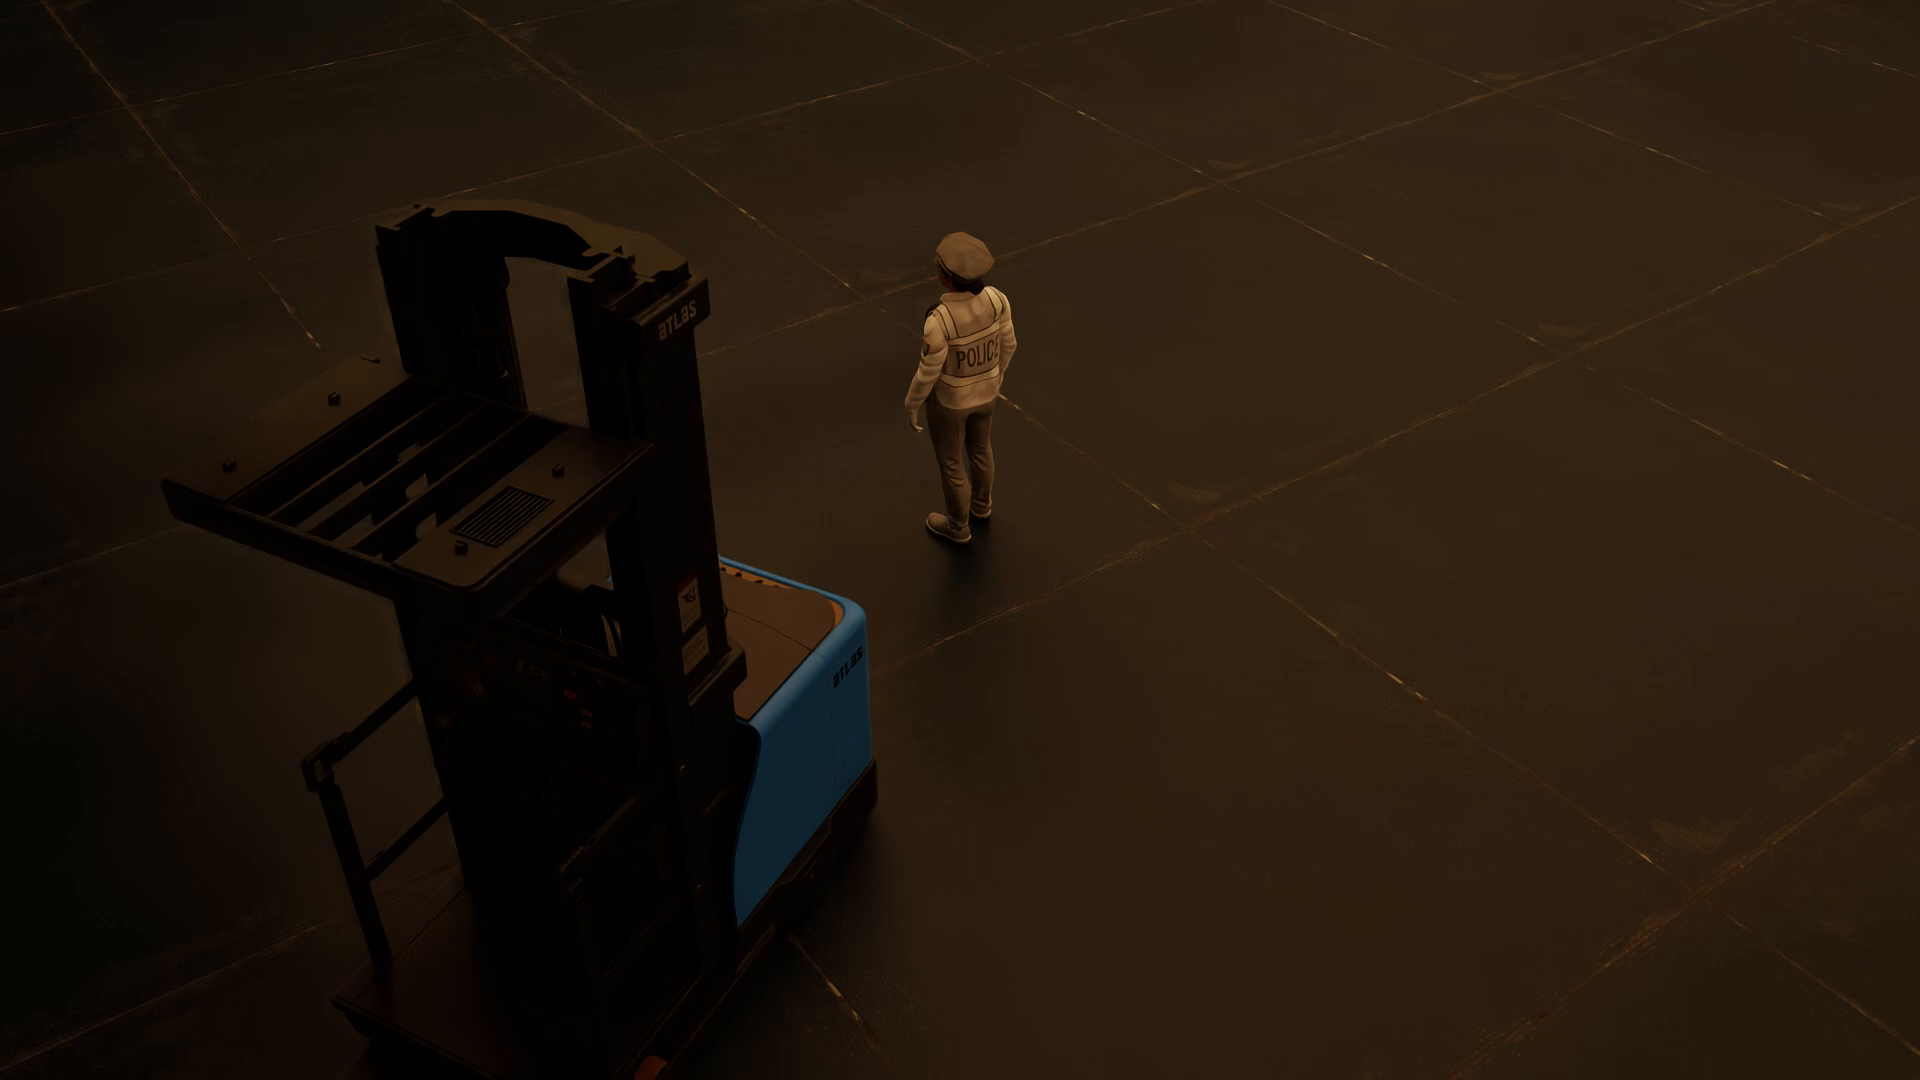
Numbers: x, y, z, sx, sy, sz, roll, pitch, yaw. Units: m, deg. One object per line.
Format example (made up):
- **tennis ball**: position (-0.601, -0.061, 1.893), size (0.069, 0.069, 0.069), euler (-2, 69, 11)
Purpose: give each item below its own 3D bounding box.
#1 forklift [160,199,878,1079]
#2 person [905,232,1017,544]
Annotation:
- **forklift**: position (-1.463, 0.572, 5.171), size (1.130, 2.935, 3.031), euler (17, 40, 22)
- **person**: position (-0.035, -0.723, 7.951), size (0.587, 1.694, 0.529), euler (-23, 42, -28)
